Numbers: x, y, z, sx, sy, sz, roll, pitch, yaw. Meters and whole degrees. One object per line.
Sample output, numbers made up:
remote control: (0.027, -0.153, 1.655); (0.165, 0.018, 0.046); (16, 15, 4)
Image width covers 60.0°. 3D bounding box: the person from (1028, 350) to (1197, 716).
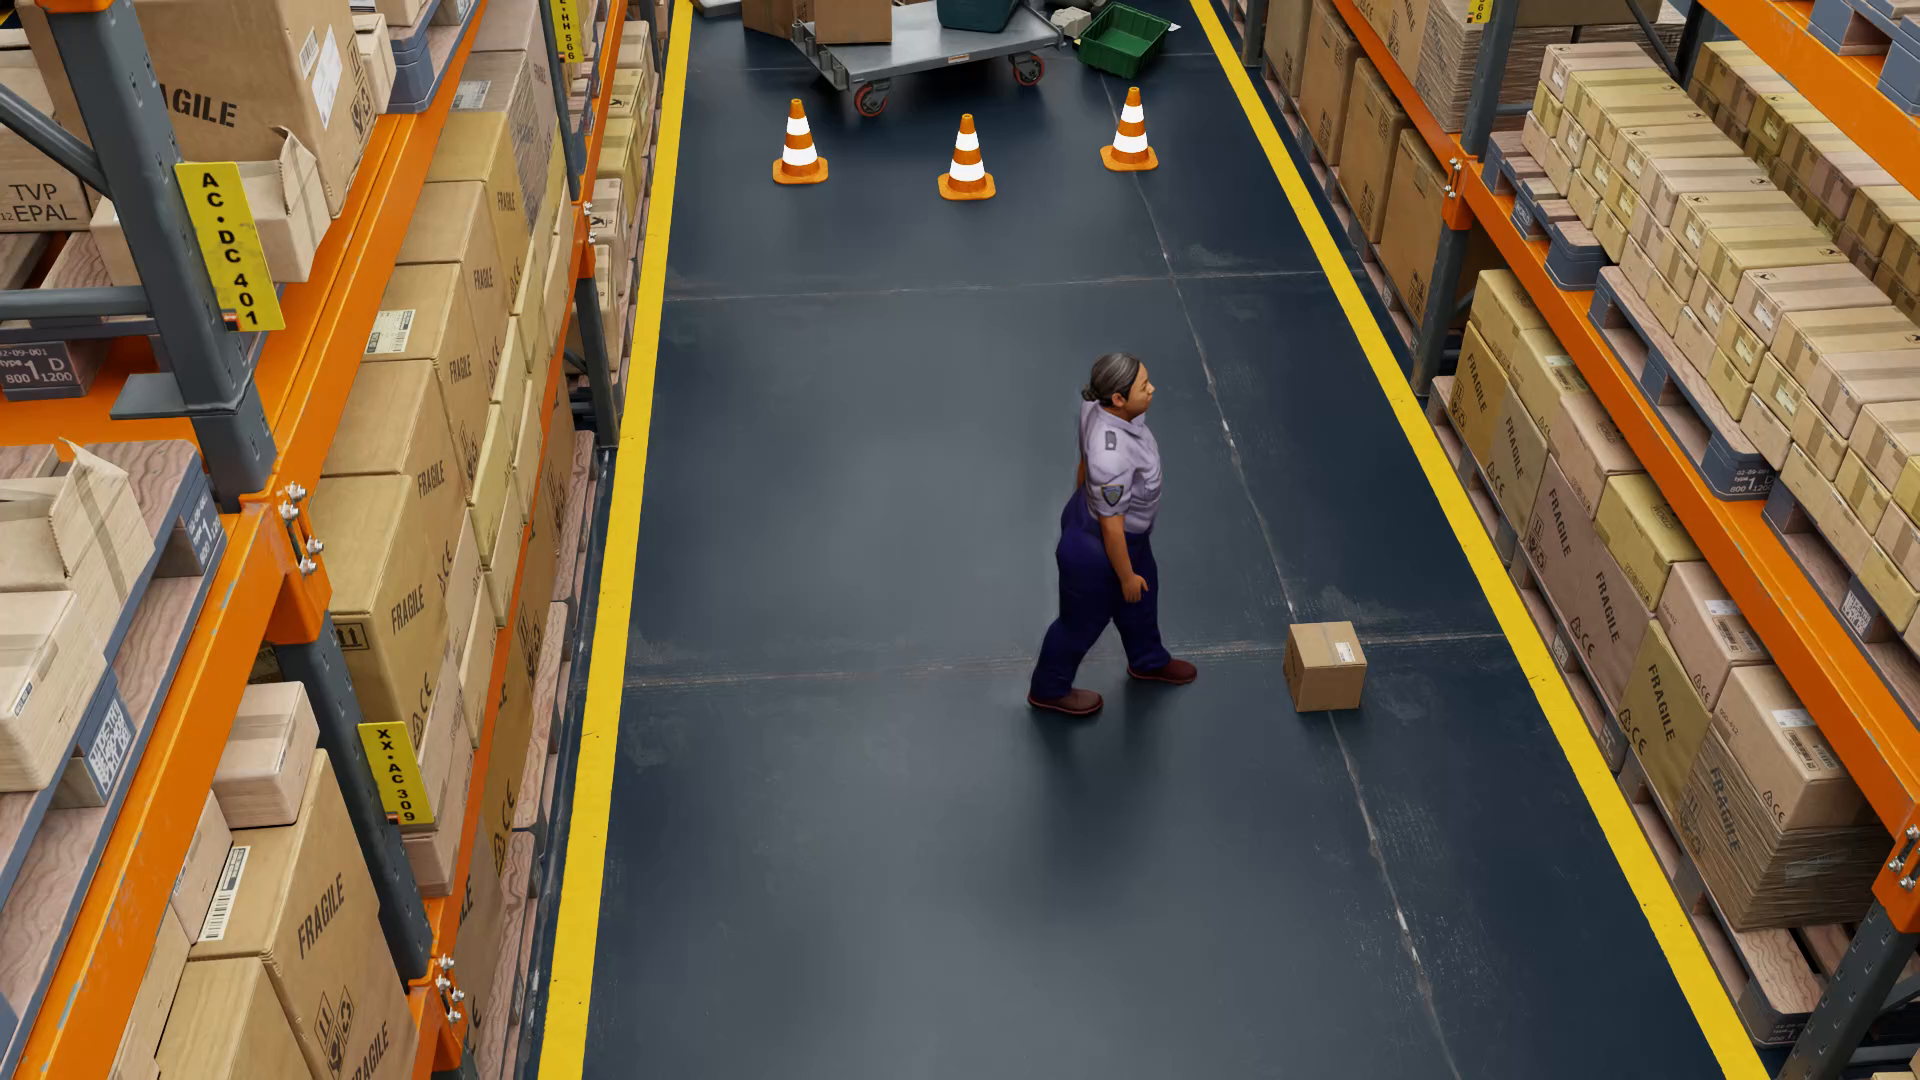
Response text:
person: (0.613, 0.019, 6.142); (0.683, 1.656, 0.493); (3, 39, 4)
